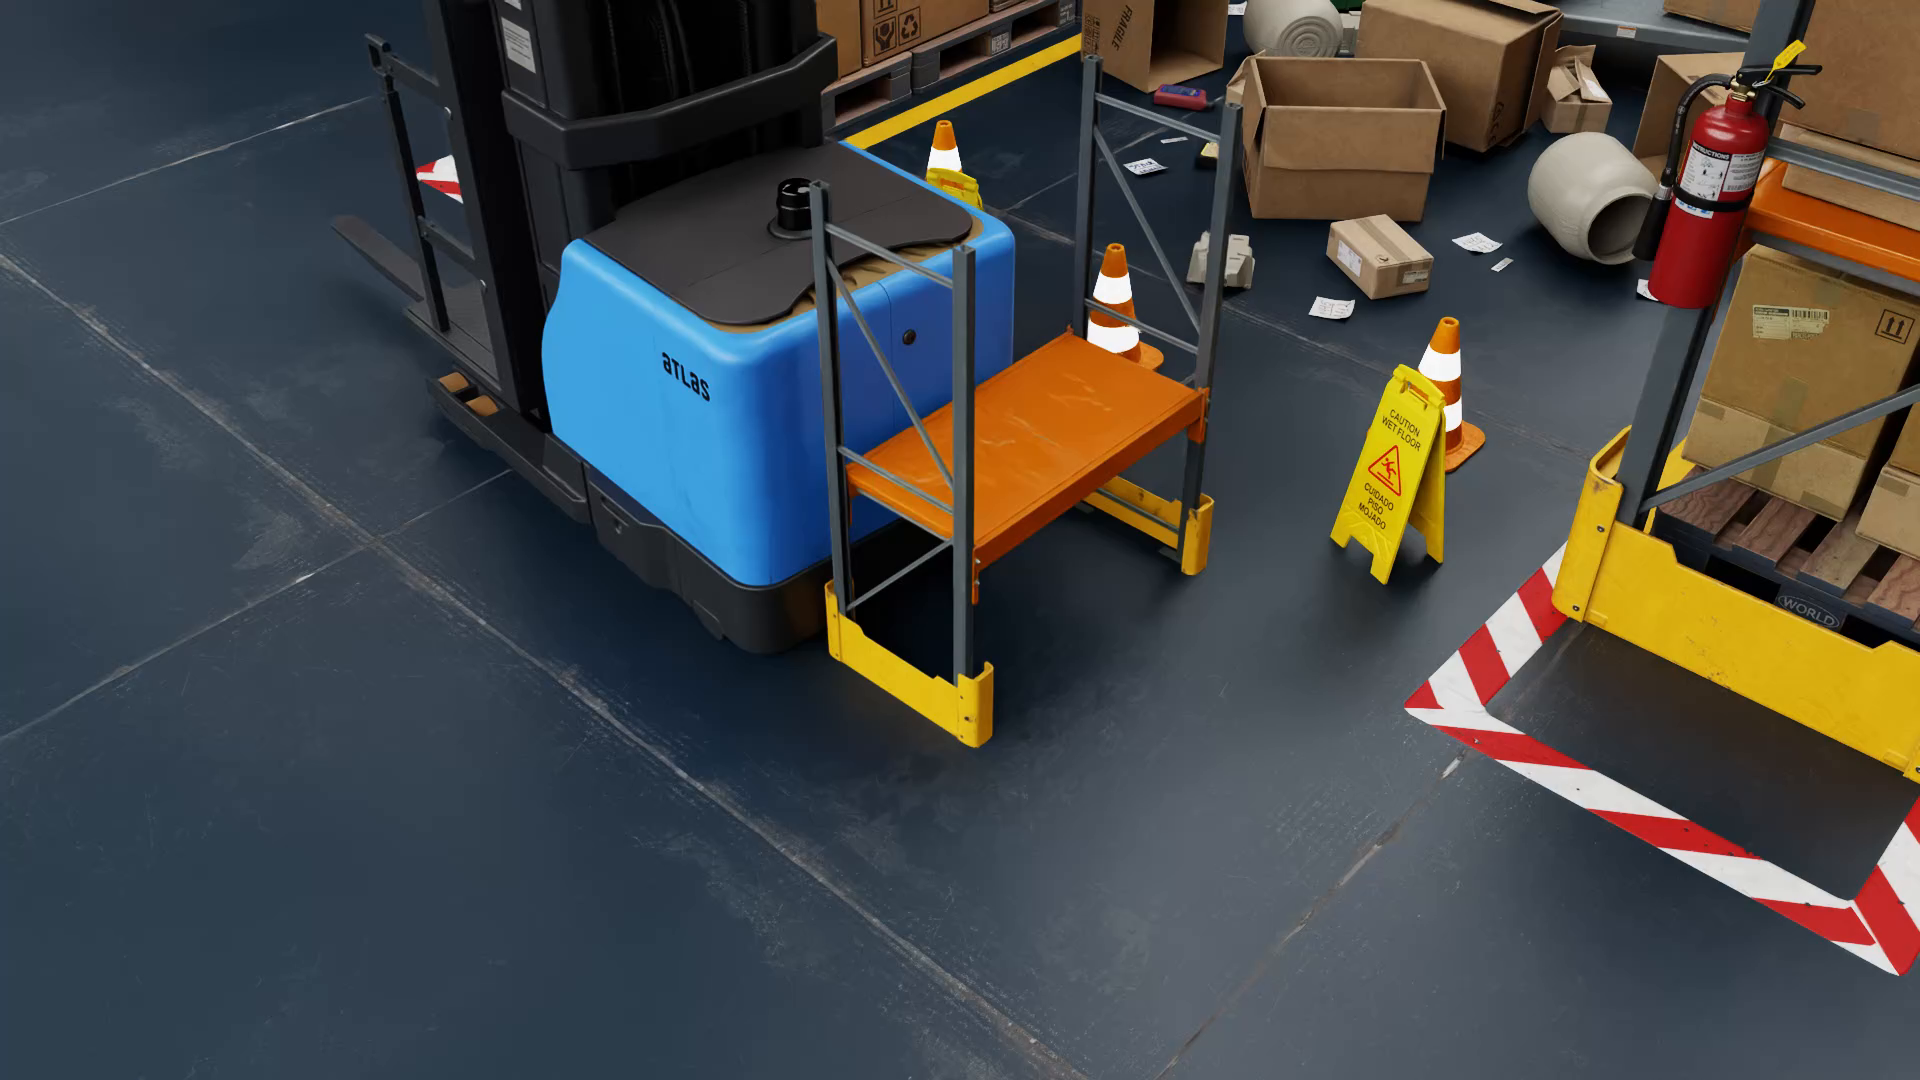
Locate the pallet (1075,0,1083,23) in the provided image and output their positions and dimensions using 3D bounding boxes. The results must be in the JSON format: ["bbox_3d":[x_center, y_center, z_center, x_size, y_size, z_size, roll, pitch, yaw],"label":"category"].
[{"bbox_3d":[0.659,-3.242,9.158,1.003,0.211,1.213,30,47,32],"label":"pallet"}]

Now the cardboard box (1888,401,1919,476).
[{"bbox_3d":[3.017,-0.428,4.647,0.500,0.500,0.500,28,46,31],"label":"cardboard box"}]

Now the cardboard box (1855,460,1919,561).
[{"bbox_3d":[3.001,-0.123,4.867,0.500,0.250,0.500,29,47,32],"label":"cardboard box"}]

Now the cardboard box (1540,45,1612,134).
[{"bbox_3d":[2.818,-2.075,7.646,0.258,0.266,0.396,2,39,2],"label":"cardboard box"}]

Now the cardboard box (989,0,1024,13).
[{"bbox_3d":[0.148,-3.308,8.369,0.875,0.875,0.875,30,47,32],"label":"cardboard box"}]

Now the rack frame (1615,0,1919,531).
[{"bbox_3d":[2.253,-0.781,3.822,1.000,3.000,0.127,30,47,32],"label":"rack frame"}]

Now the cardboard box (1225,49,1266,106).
[{"bbox_3d":[1.429,-2.017,7.573,0.258,0.266,0.396,-26,45,-29],"label":"cardboard box"}]

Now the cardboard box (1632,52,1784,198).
[{"bbox_3d":[3.224,-1.720,7.009,0.500,0.500,0.500,-5,39,-6],"label":"cardboard box"}]

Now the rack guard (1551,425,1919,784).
[{"bbox_3d":[2.304,0.163,4.643,1.175,0.500,0.348,30,47,32],"label":"rack guard"}]

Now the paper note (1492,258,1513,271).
[{"bbox_3d":[2.160,-1.097,6.621,0.032,0.001,0.123,30,47,32],"label":"paper note"}]

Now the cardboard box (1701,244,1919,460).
[{"bbox_3d":[2.601,-0.640,4.914,0.500,0.500,0.500,30,47,32],"label":"cardboard box"}]

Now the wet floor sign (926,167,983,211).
[{"bbox_3d":[-0.027,-1.046,6.048,0.267,0.644,0.232,22,43,25],"label":"wet floor sign"}]

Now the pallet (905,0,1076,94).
[{"bbox_3d":[-0.164,-2.679,8.450,1.003,0.211,1.213,30,47,32],"label":"pallet"}]

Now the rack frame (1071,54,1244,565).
[{"bbox_3d":[0.528,-0.614,4.817,0.500,1.500,0.032,30,47,32],"label":"rack frame"}]

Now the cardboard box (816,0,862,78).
[{"bbox_3d":[-1.060,-2.485,7.334,0.875,0.875,0.875,30,47,32],"label":"cardboard box"}]

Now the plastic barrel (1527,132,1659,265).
[{"bbox_3d":[2.529,-1.357,6.616,0.421,0.421,0.512,-5,39,-6],"label":"plastic barrel"}]

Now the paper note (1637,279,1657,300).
[{"bbox_3d":[2.704,-0.973,6.449,0.142,0.019,0.148,14,41,17],"label":"paper note"}]

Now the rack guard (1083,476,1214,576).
[{"bbox_3d":[0.527,-0.124,5.206,0.587,0.250,0.087,30,47,32],"label":"rack guard"}]

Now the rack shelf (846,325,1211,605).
[{"bbox_3d":[0.184,-0.240,4.636,0.538,0.185,1.000,30,47,32],"label":"rack shelf"}]

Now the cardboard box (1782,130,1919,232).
[{"bbox_3d":[2.347,-0.944,4.229,0.380,0.149,0.250,31,48,33],"label":"cardboard box"}]

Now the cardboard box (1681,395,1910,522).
[{"bbox_3d":[2.616,-0.364,5.170,0.500,0.250,0.500,29,47,32],"label":"cardboard box"}]

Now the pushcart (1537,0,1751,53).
[{"bbox_3d":[3.235,-2.526,8.124,1.648,0.377,0.936,14,41,17],"label":"pushcart"}]

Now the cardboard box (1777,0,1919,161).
[{"bbox_3d":[2.416,-1.301,4.157,0.500,0.500,0.500,29,47,31],"label":"cardboard box"}]

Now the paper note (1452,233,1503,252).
[{"bbox_3d":[2.105,-1.211,6.758,0.142,0.019,0.148,-18,42,-21],"label":"paper note"}]

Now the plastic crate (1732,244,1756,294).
[{"bbox_3d":[3.287,-1.099,6.567,0.402,0.080,0.583,14,41,17],"label":"plastic crate"}]

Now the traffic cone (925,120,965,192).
[{"bbox_3d":[-0.063,-1.467,6.724,0.336,0.463,0.334,30,47,32],"label":"traffic cone"}]

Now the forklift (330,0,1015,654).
[{"bbox_3d":[-1.188,-1.657,4.979,1.130,2.935,3.031,-29,47,-32],"label":"forklift"}]

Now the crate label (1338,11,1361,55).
[{"bbox_3d":[1.961,-2.550,8.347,0.298,0.136,0.250,2,39,2],"label":"crate label"}]

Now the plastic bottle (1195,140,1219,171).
[{"bbox_3d":[1.142,-1.723,7.368,0.133,0.061,0.283,14,41,17],"label":"plastic bottle"}]

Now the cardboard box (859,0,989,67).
[{"bbox_3d":[-0.468,-2.890,7.844,0.875,0.875,0.875,29,47,31],"label":"cardboard box"}]

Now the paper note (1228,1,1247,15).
[{"bbox_3d":[1.444,-2.799,8.745,0.147,0.020,0.142,2,39,2],"label":"paper note"}]

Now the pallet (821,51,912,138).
[{"bbox_3d":[-0.987,-2.121,7.748,1.003,0.211,1.213,30,47,32],"label":"pallet"}]

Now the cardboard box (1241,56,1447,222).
[{"bbox_3d":[1.569,-1.673,6.950,0.797,0.503,0.637,2,39,2],"label":"cardboard box"}]

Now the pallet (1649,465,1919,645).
[{"bbox_3d":[2.878,-0.082,5.184,1.003,0.211,1.213,30,47,32],"label":"pallet"}]

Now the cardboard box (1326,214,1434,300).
[{"bbox_3d":[1.646,-1.115,6.532,0.250,0.149,0.380,-11,40,-14],"label":"cardboard box"}]

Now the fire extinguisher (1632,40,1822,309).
[{"bbox_3d":[1.835,-0.891,4.023,0.296,0.674,0.183,30,47,32],"label":"fire extinguisher"}]

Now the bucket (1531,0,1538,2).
[{"bbox_3d":[2.839,-2.933,7.938,0.620,0.611,0.726,-10,38,-28],"label":"bucket"}]

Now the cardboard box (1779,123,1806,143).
[{"bbox_3d":[2.436,-1.107,4.434,0.380,0.149,0.250,29,47,31],"label":"cardboard box"}]

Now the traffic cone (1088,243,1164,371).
[{"bbox_3d":[0.542,-0.837,5.930,0.336,0.463,0.334,30,47,32],"label":"traffic cone"}]

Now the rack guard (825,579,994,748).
[{"bbox_3d":[-0.146,0.333,4.631,0.587,0.250,0.087,30,47,32],"label":"rack guard"}]

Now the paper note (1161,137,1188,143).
[{"bbox_3d":[0.969,-1.808,7.516,0.123,0.001,0.032,-11,40,-14],"label":"paper note"}]

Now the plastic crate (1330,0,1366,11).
[{"bbox_3d":[2.079,-2.942,8.753,0.662,0.188,0.450,-11,30,-14],"label":"plastic crate"}]

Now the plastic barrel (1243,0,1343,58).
[{"bbox_3d":[1.596,-2.477,8.024,0.421,0.421,0.512,-5,39,-6],"label":"plastic barrel"}]

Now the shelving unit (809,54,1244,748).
[{"bbox_3d":[0.190,-0.385,4.529,0.587,1.500,1.083,30,47,32],"label":"shelving unit"}]

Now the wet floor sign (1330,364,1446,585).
[{"bbox_3d":[1.335,-0.221,5.010,0.232,0.644,0.267,-18,42,-21],"label":"wet floor sign"}]

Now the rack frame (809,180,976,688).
[{"bbox_3d":[-0.159,-0.148,4.231,0.500,1.500,0.032,30,47,32],"label":"rack frame"}]

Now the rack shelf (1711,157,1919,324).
[{"bbox_3d":[3.602,-1.418,5.201,1.077,0.370,4.000,30,47,32],"label":"rack shelf"}]

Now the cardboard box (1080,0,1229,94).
[{"bbox_3d":[0.940,-2.529,8.027,0.500,0.500,0.500,-26,45,-29],"label":"cardboard box"}]

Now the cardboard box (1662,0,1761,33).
[{"bbox_3d":[3.617,-2.670,7.598,0.500,0.500,0.500,30,47,32],"label":"cardboard box"}]

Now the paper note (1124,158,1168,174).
[{"bbox_3d":[0.814,-1.638,7.287,0.142,0.017,0.144,-18,42,-21],"label":"paper note"}]

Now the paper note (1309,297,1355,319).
[{"bbox_3d":[1.421,-0.889,6.343,0.148,0.019,0.142,14,41,17],"label":"paper note"}]

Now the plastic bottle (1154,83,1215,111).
[{"bbox_3d":[1.065,-2.075,7.811,0.283,0.061,0.133,14,41,17],"label":"plastic bottle"}]

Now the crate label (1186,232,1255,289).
[{"bbox_3d":[1.027,-1.096,6.519,0.250,0.136,0.298,8,39,10],"label":"crate label"}]

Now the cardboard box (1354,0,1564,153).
[{"bbox_3d":[2.194,-2.160,7.453,0.797,0.637,0.503,30,47,32],"label":"cardboard box"}]

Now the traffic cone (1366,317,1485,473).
[{"bbox_3d":[1.591,-0.527,5.541,0.336,0.463,0.334,30,47,32],"label":"traffic cone"}]
